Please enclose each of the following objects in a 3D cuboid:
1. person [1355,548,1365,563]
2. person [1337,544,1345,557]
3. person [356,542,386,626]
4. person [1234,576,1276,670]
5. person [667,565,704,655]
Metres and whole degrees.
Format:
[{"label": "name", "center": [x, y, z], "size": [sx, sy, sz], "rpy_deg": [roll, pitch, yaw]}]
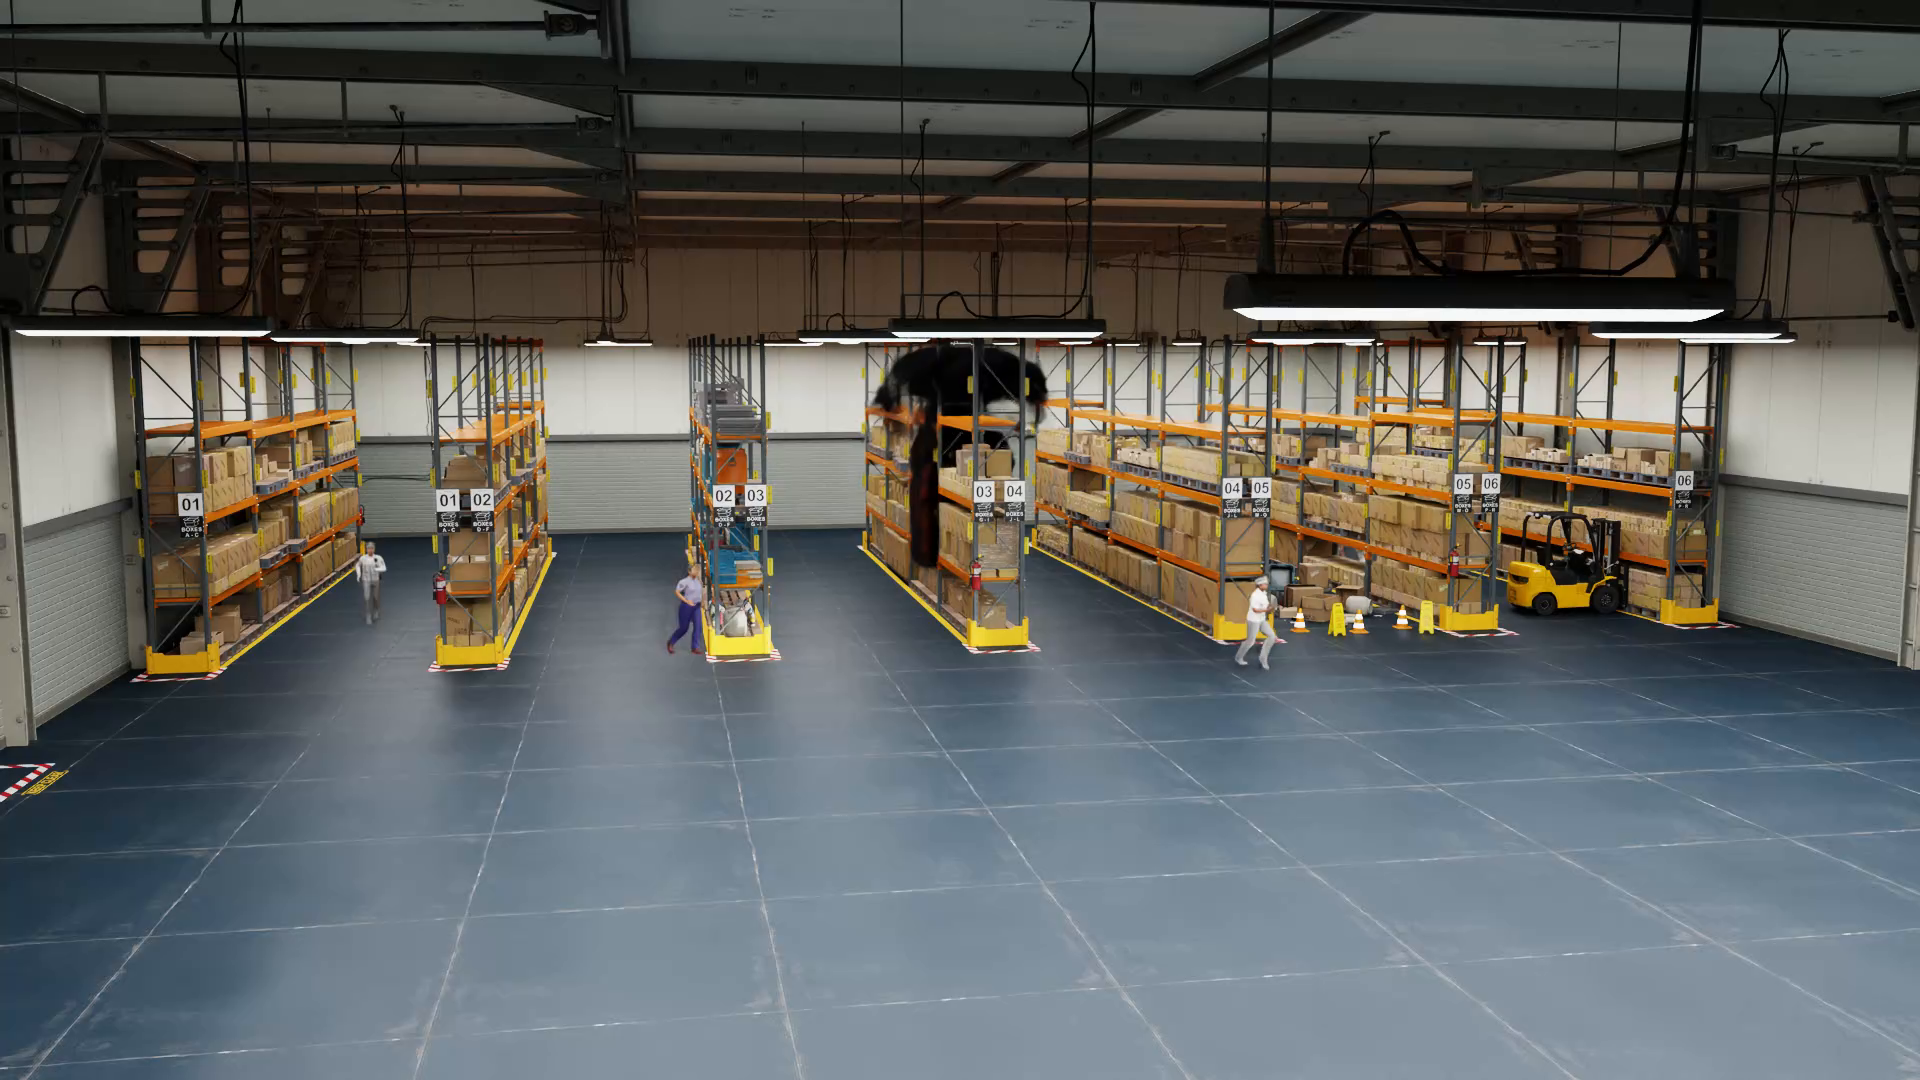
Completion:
[{"label": "person", "center": [10.356, -0.057, 42.822], "size": [0.650, 1.740, 0.606], "rpy_deg": [-2, 7, -16]}, {"label": "person", "center": [10.376, -0.321, 45.640], "size": [0.564, 1.633, 0.566], "rpy_deg": [-3, 7, -22]}, {"label": "person", "center": [-12.292, 0.882, 34.738], "size": [0.599, 1.708, 0.860], "rpy_deg": [-2, 7, -19]}, {"label": "person", "center": [5.317, 1.480, 29.856], "size": [0.822, 1.707, 0.600], "rpy_deg": [5, 8, 35]}, {"label": "person", "center": [-4.912, 1.272, 30.447], "size": [0.826, 1.611, 0.669], "rpy_deg": [5, 8, 35]}]
